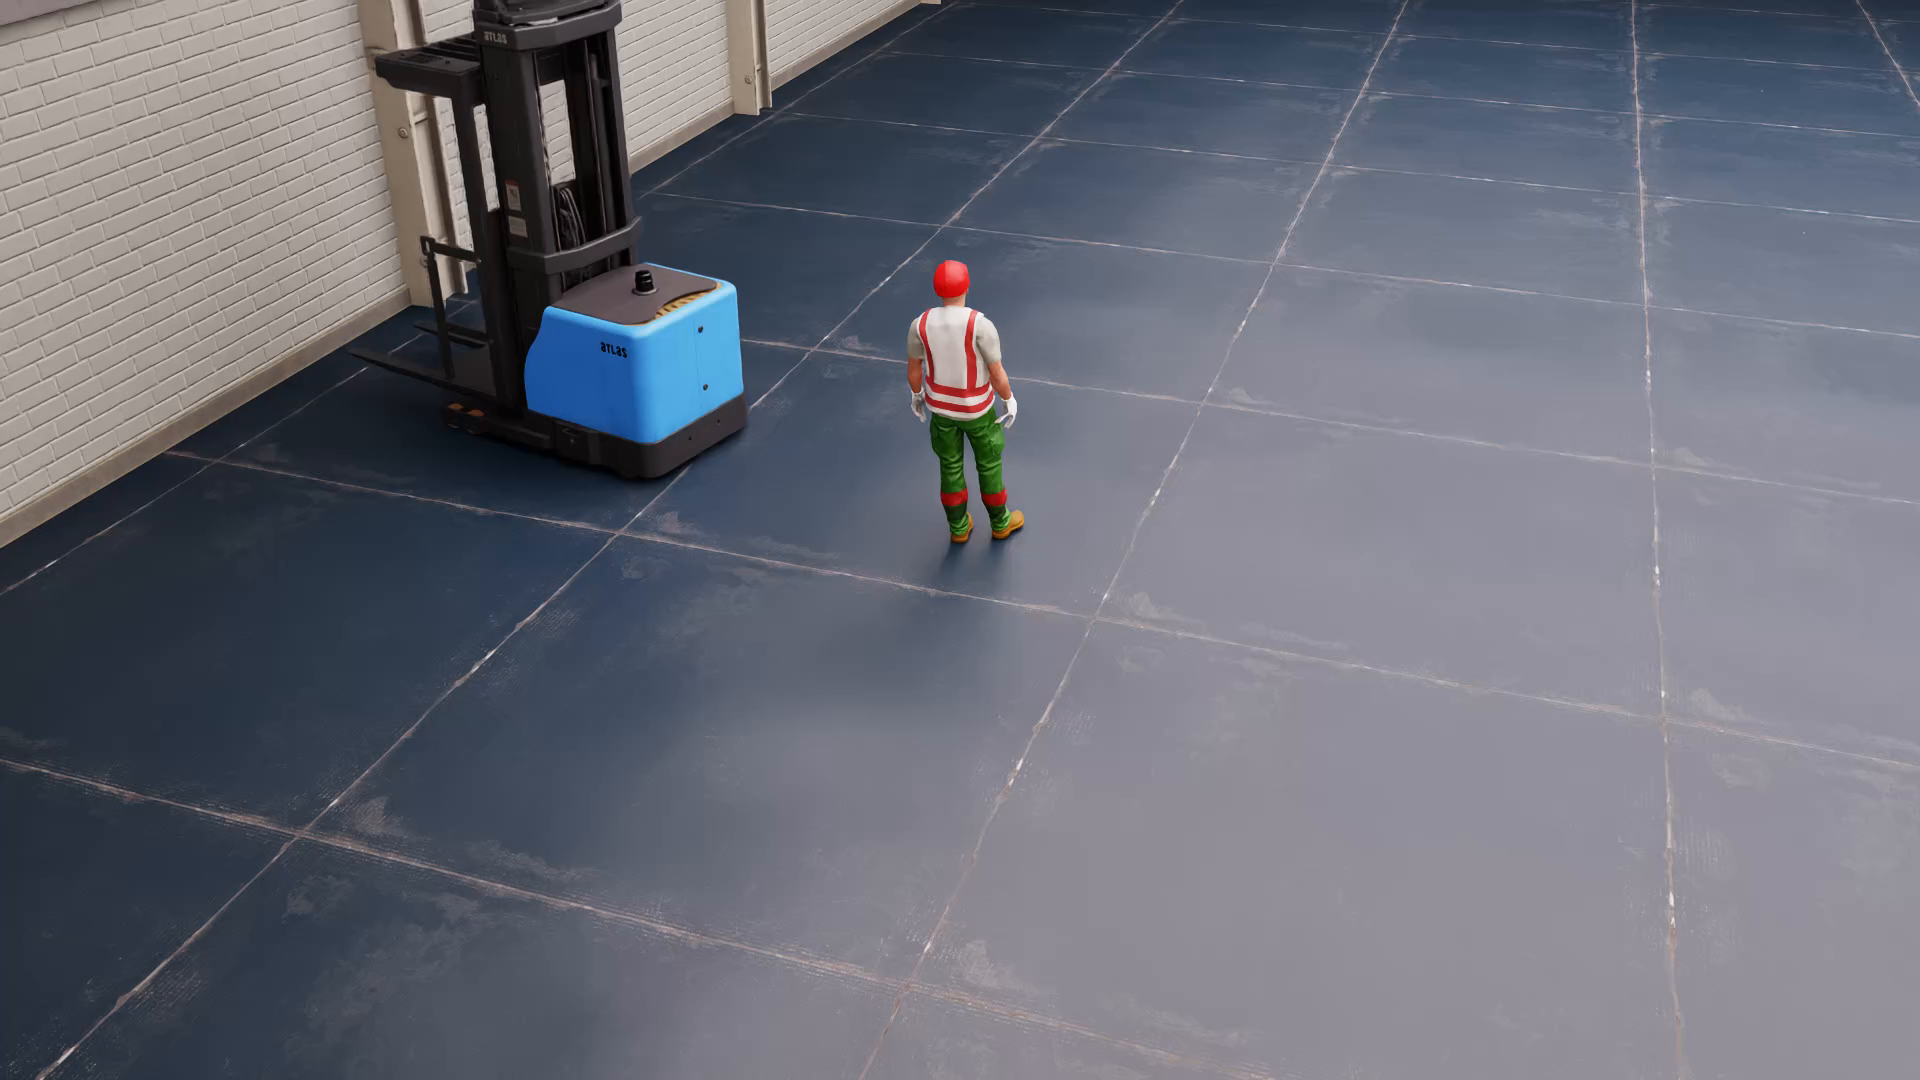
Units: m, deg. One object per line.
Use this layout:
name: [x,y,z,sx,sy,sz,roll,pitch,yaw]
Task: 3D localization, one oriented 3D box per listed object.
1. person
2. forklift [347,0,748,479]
person: [0.036,-0.819,9.713,0.638,1.789,0.562,10,31,16]
forklift: [-2.976,-2.201,10.997,3.031,2.935,1.130,17,34,27]
